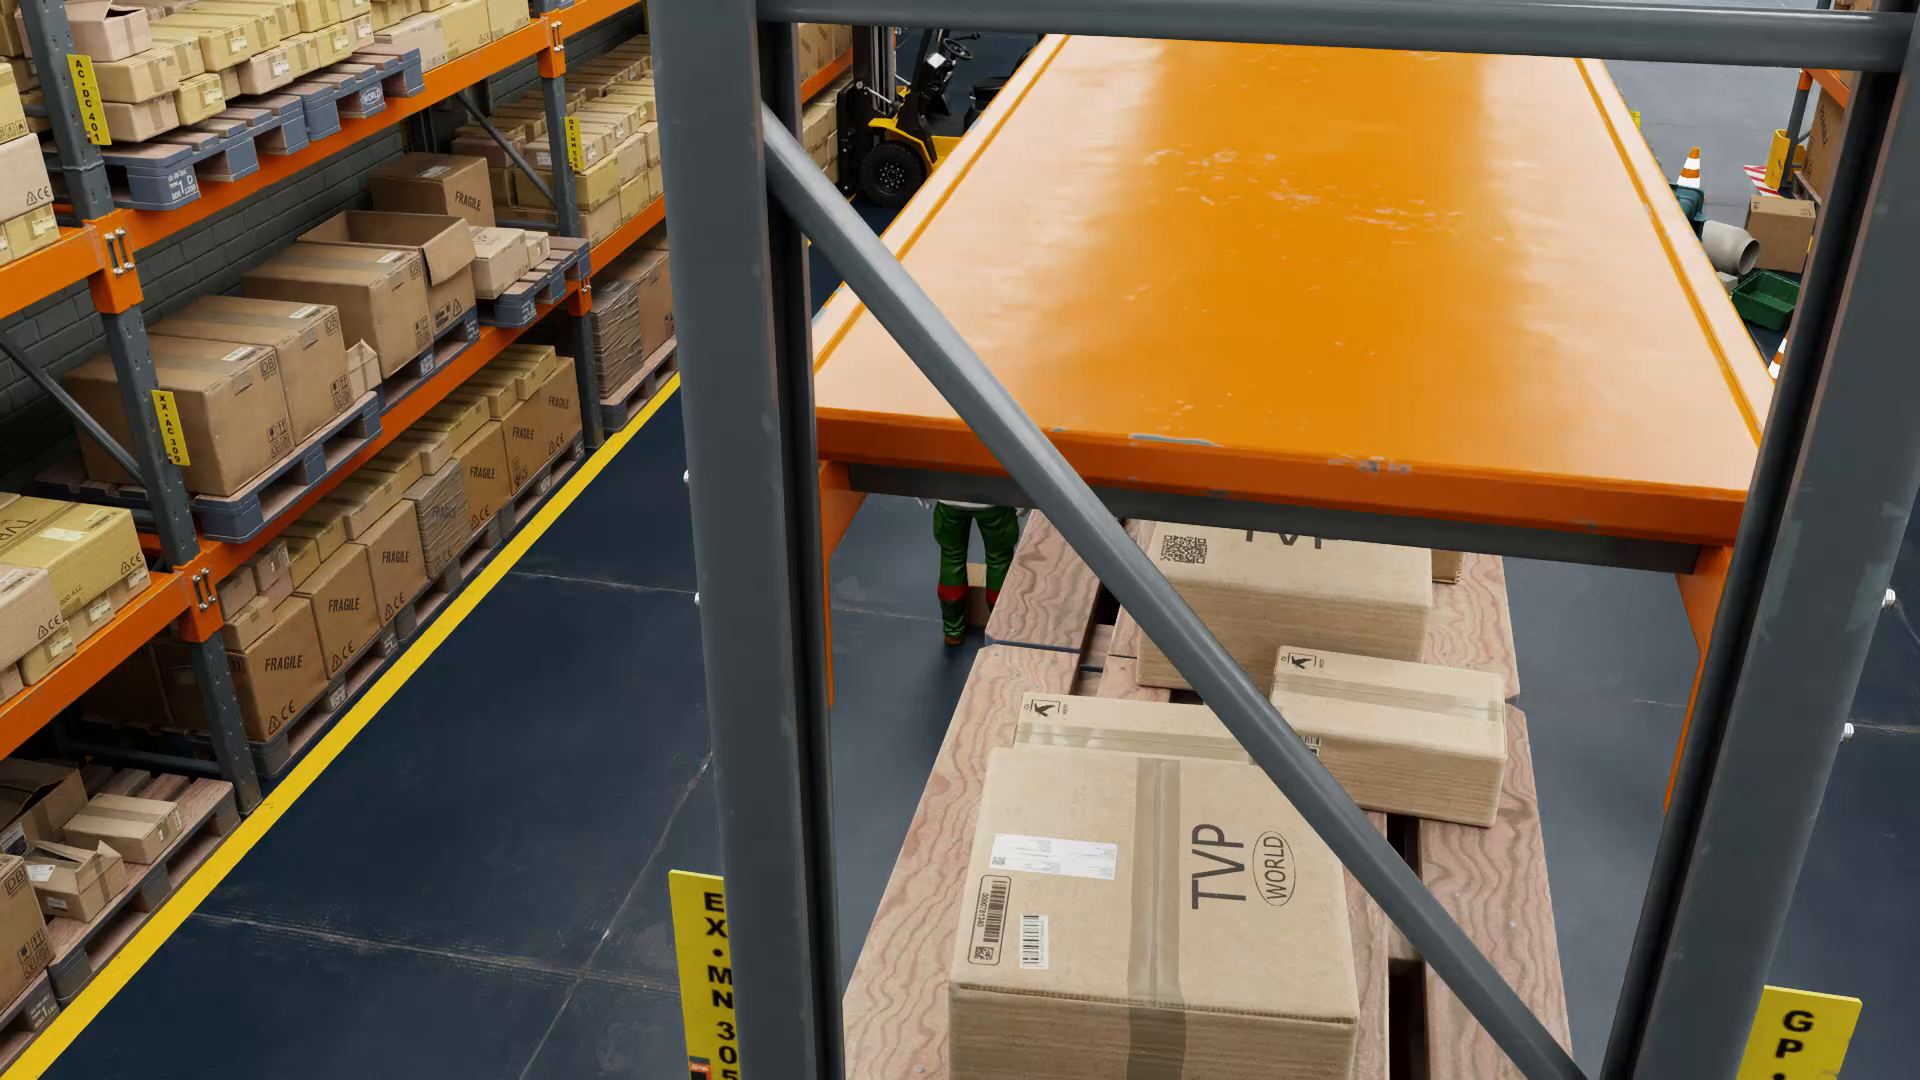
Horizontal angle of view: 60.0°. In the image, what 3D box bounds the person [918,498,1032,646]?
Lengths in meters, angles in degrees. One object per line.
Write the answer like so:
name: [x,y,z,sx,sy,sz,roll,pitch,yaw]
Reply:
person: [0.081,-0.260,8.589,0.610,1.776,0.460,5,29,8]
